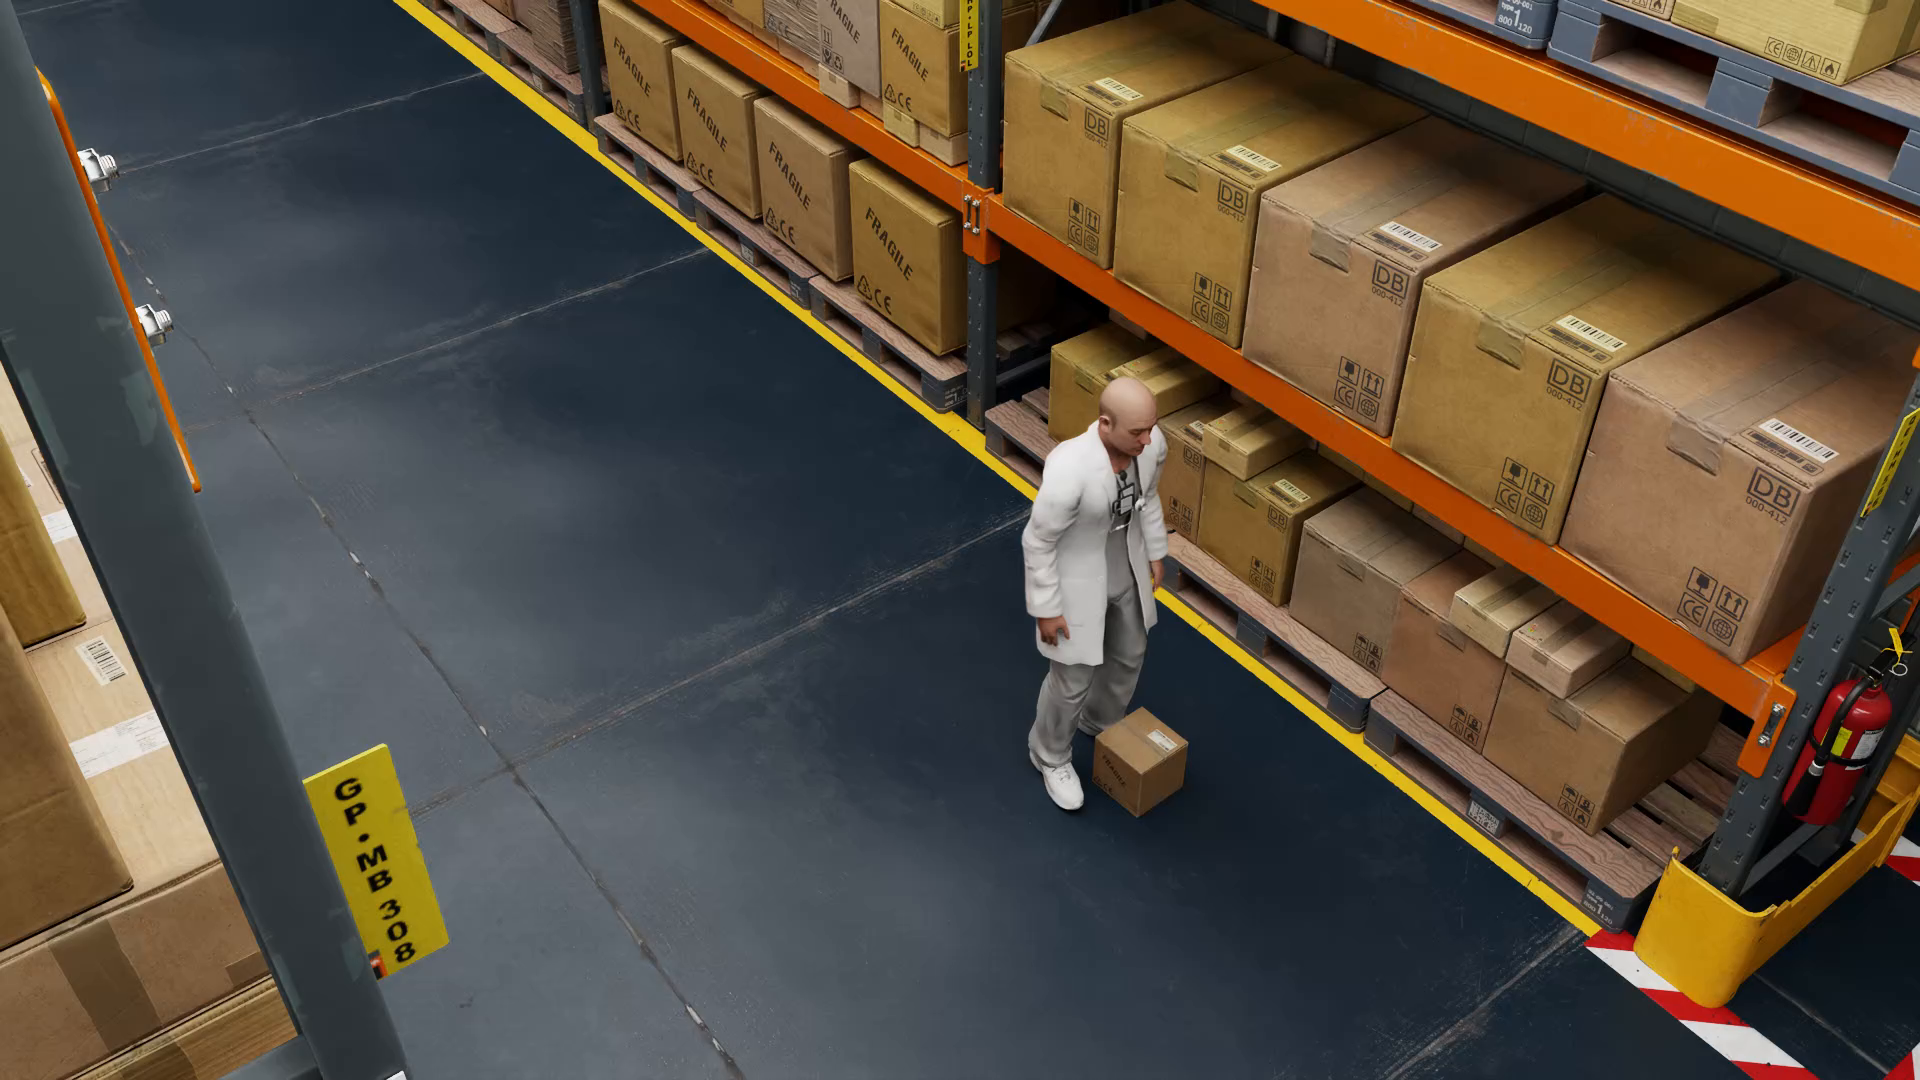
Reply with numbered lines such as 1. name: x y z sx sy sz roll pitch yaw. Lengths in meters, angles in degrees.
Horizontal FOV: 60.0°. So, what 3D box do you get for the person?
1. person: 0.501 0.155 5.982 0.640 1.773 0.429 -28 47 -29
